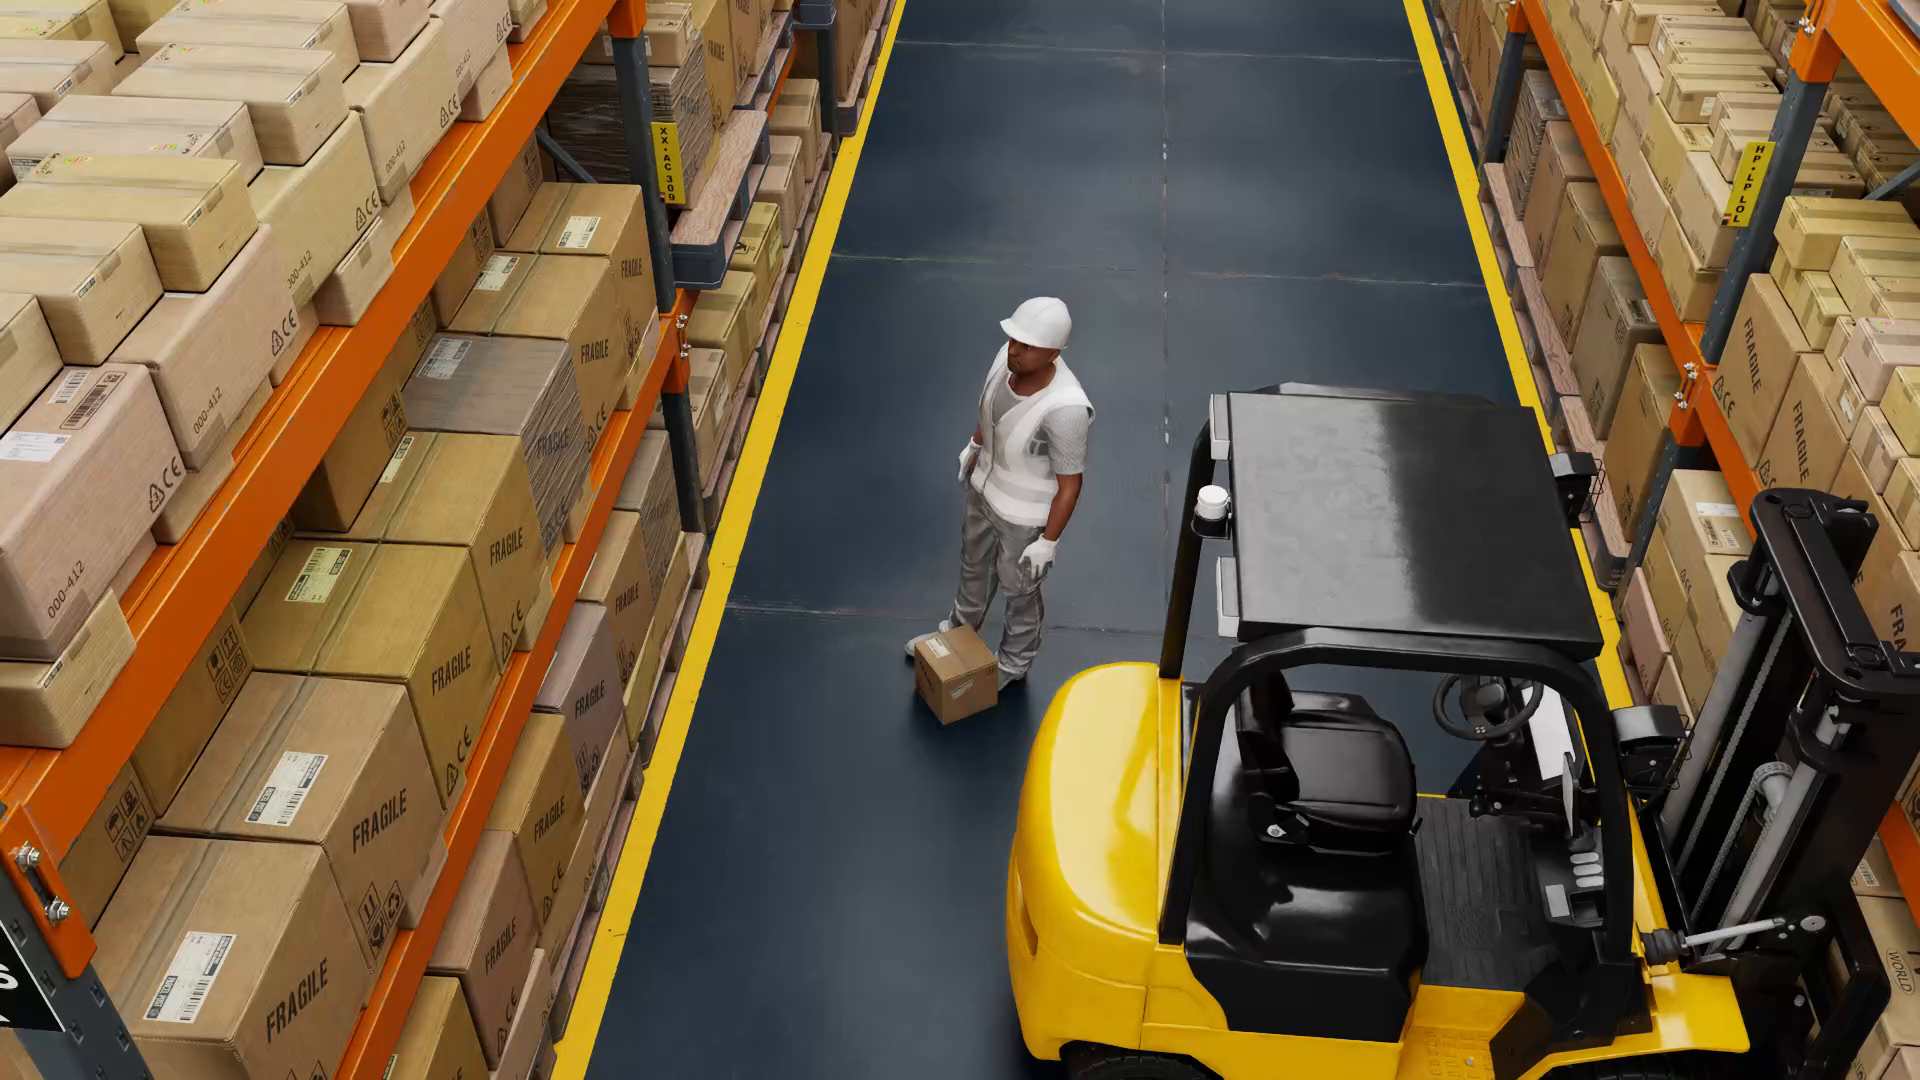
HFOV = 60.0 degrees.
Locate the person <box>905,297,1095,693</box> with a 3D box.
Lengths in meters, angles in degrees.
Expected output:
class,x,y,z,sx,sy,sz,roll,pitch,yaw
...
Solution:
class,x,y,z,sx,sy,sz,roll,pitch,yaw
person,0.147,-0.129,6.286,0.576,1.778,0.656,-18,43,-20
